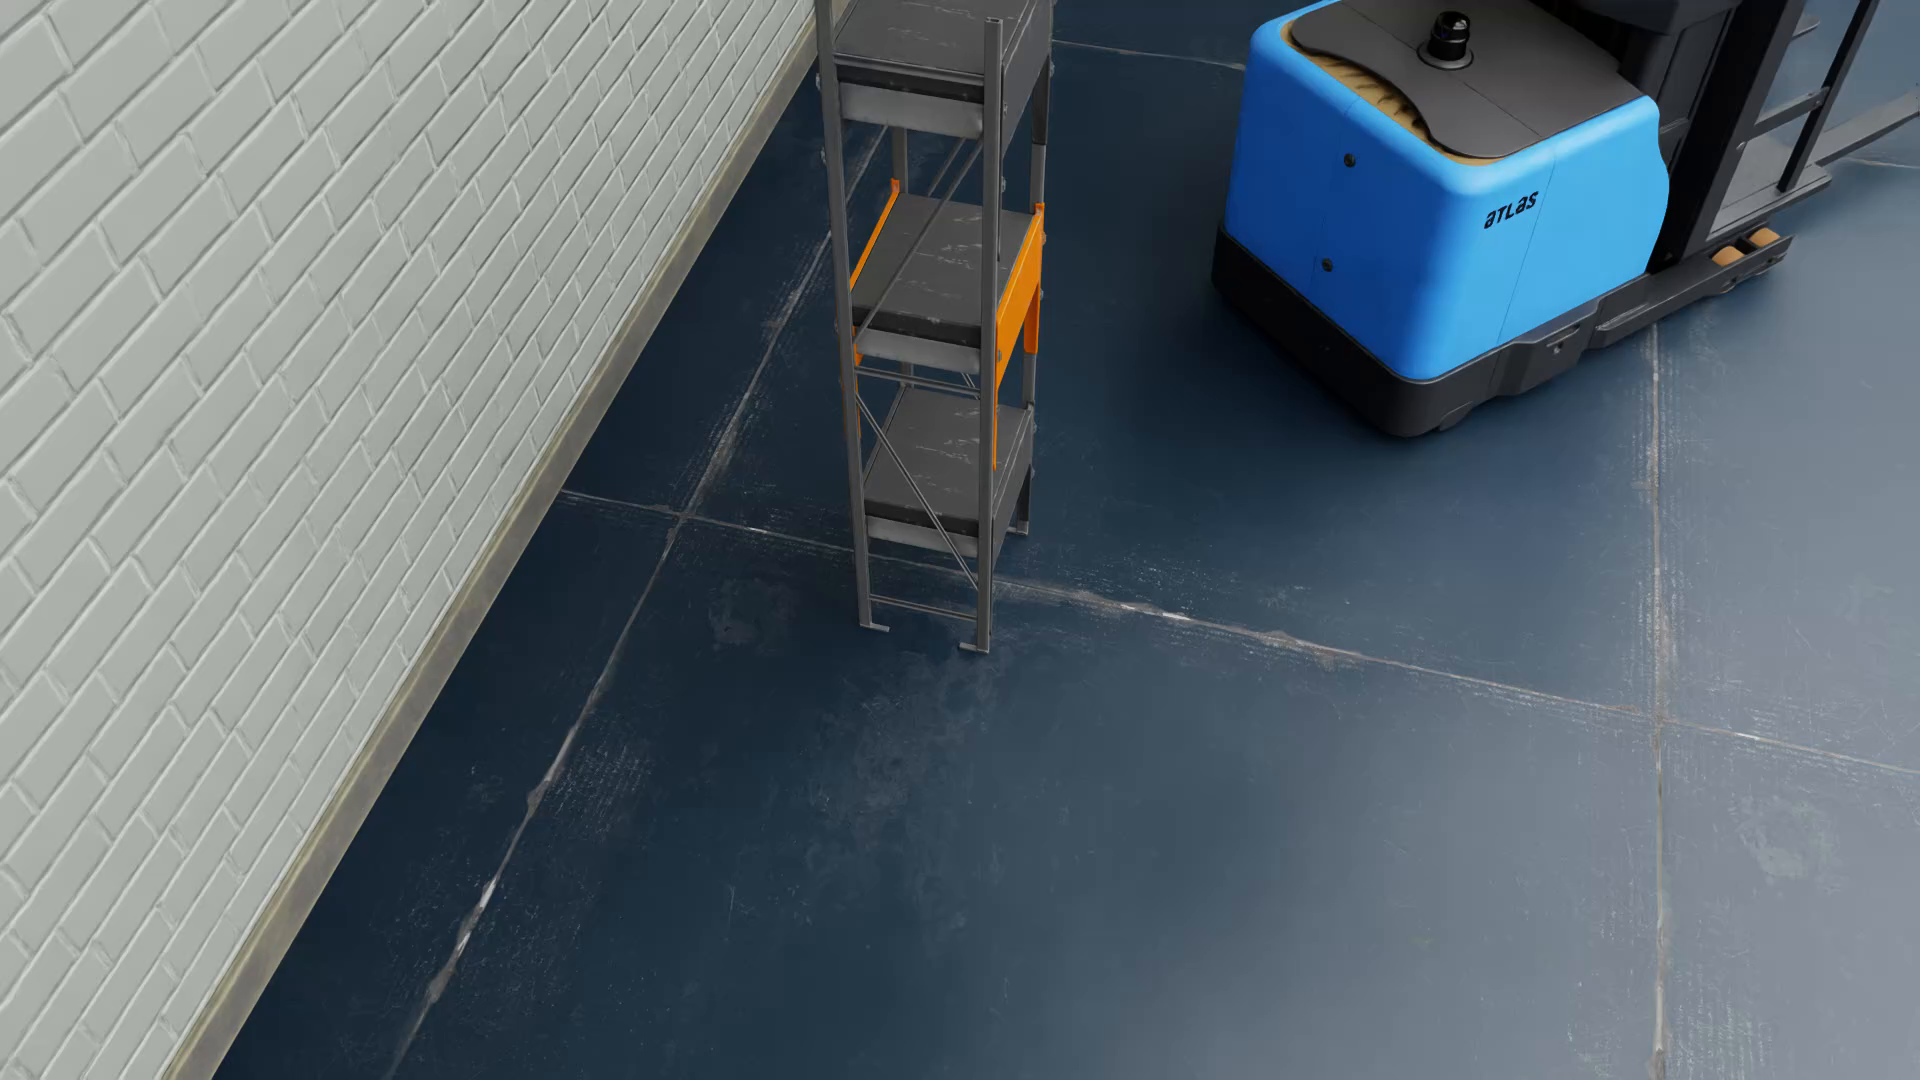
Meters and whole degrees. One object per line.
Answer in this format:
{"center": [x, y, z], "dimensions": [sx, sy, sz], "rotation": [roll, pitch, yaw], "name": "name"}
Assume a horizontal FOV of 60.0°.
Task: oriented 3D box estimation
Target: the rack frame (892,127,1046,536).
{"center": [0.021, -0.752, 4.513], "dimensions": [0.400, 2.100, 0.015], "rotation": [12, 50, 10], "name": "rack frame"}

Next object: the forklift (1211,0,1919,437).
{"center": [2.421, -2.174, 5.214], "dimensions": [3.031, 2.935, 1.130], "rotation": [-26, 53, -21], "name": "forklift"}

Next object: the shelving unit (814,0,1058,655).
{"center": [-0.044, -0.575, 4.357], "dimensions": [0.431, 2.100, 0.503], "rotation": [12, 50, 10], "name": "shelving unit"}

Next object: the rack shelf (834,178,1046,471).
{"center": [-0.044, -0.566, 4.367], "dimensions": [0.431, 0.518, 0.480], "rotation": [12, 50, 10], "name": "rack shelf"}

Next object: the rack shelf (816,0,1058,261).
{"center": [-0.044, -1.029, 3.842], "dimensions": [0.431, 0.518, 0.480], "rotation": [12, 50, 10], "name": "rack shelf"}

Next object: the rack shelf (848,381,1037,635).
{"center": [-0.044, -0.103, 4.892], "dimensions": [0.431, 0.518, 0.480], "rotation": [12, 50, 10], "name": "rack shelf"}

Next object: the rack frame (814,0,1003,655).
{"center": [-0.108, -0.399, 4.201], "dimensions": [0.400, 2.100, 0.015], "rotation": [12, 50, 10], "name": "rack frame"}

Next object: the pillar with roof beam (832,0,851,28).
{"center": [3.758, -4.439, 3.166], "dimensions": [9.100, 9.000, 0.400], "rotation": [12, 50, 10], "name": "pillar with roof beam"}
